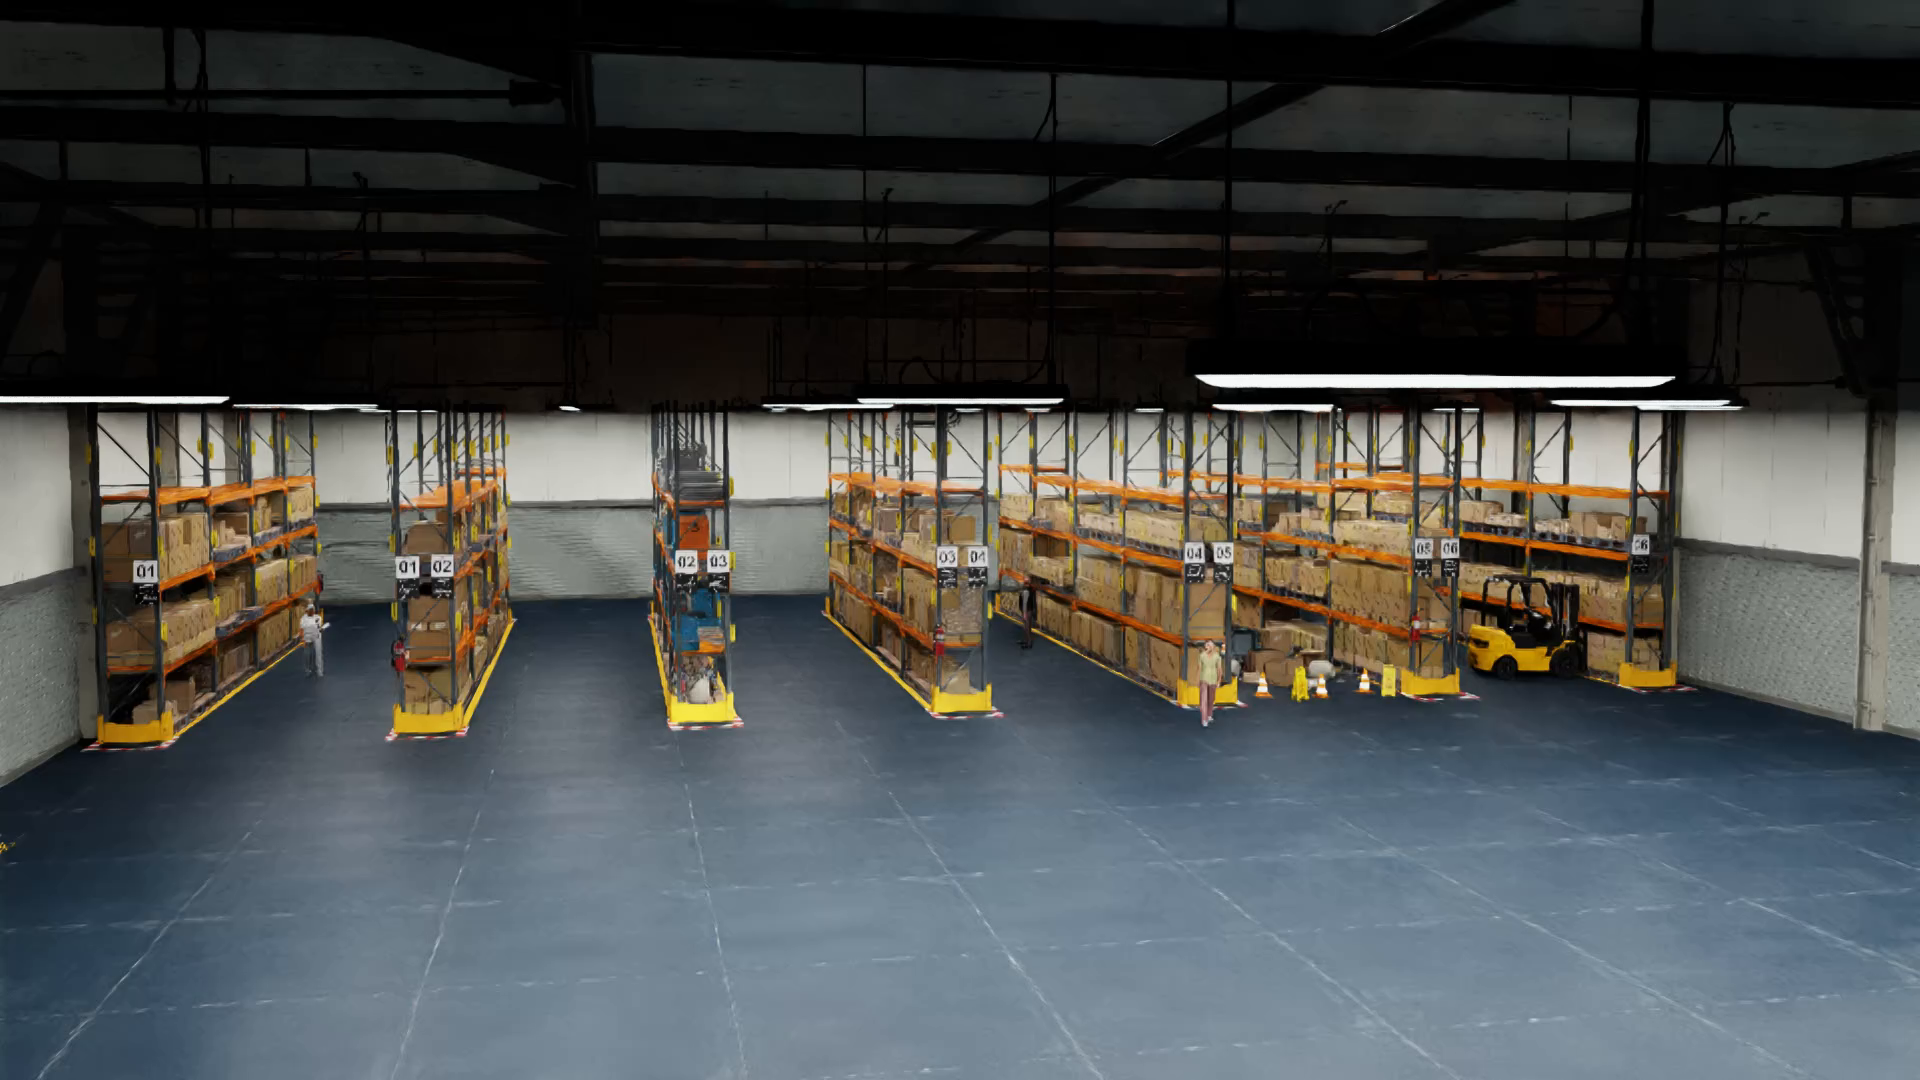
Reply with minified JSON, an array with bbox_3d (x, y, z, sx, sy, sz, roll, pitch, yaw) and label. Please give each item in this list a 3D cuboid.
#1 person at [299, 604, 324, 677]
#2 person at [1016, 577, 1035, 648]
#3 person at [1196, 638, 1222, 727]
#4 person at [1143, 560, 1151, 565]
[{"bbox_3d":[-14.152,2.178,36.292,0.491,1.598,1.000,-2,5,-20],"label":"person"},{"bbox_3d":[1.604,1.768,40.908,0.494,1.725,0.578,1,5,19],"label":"person"},{"bbox_3d":[4.594,2.600,30.594,0.447,1.603,1.019,0,4,-2],"label":"person"},{"bbox_3d":[5.302,1.275,47.420,0.531,1.728,1.037,0,4,-3],"label":"person"}]
